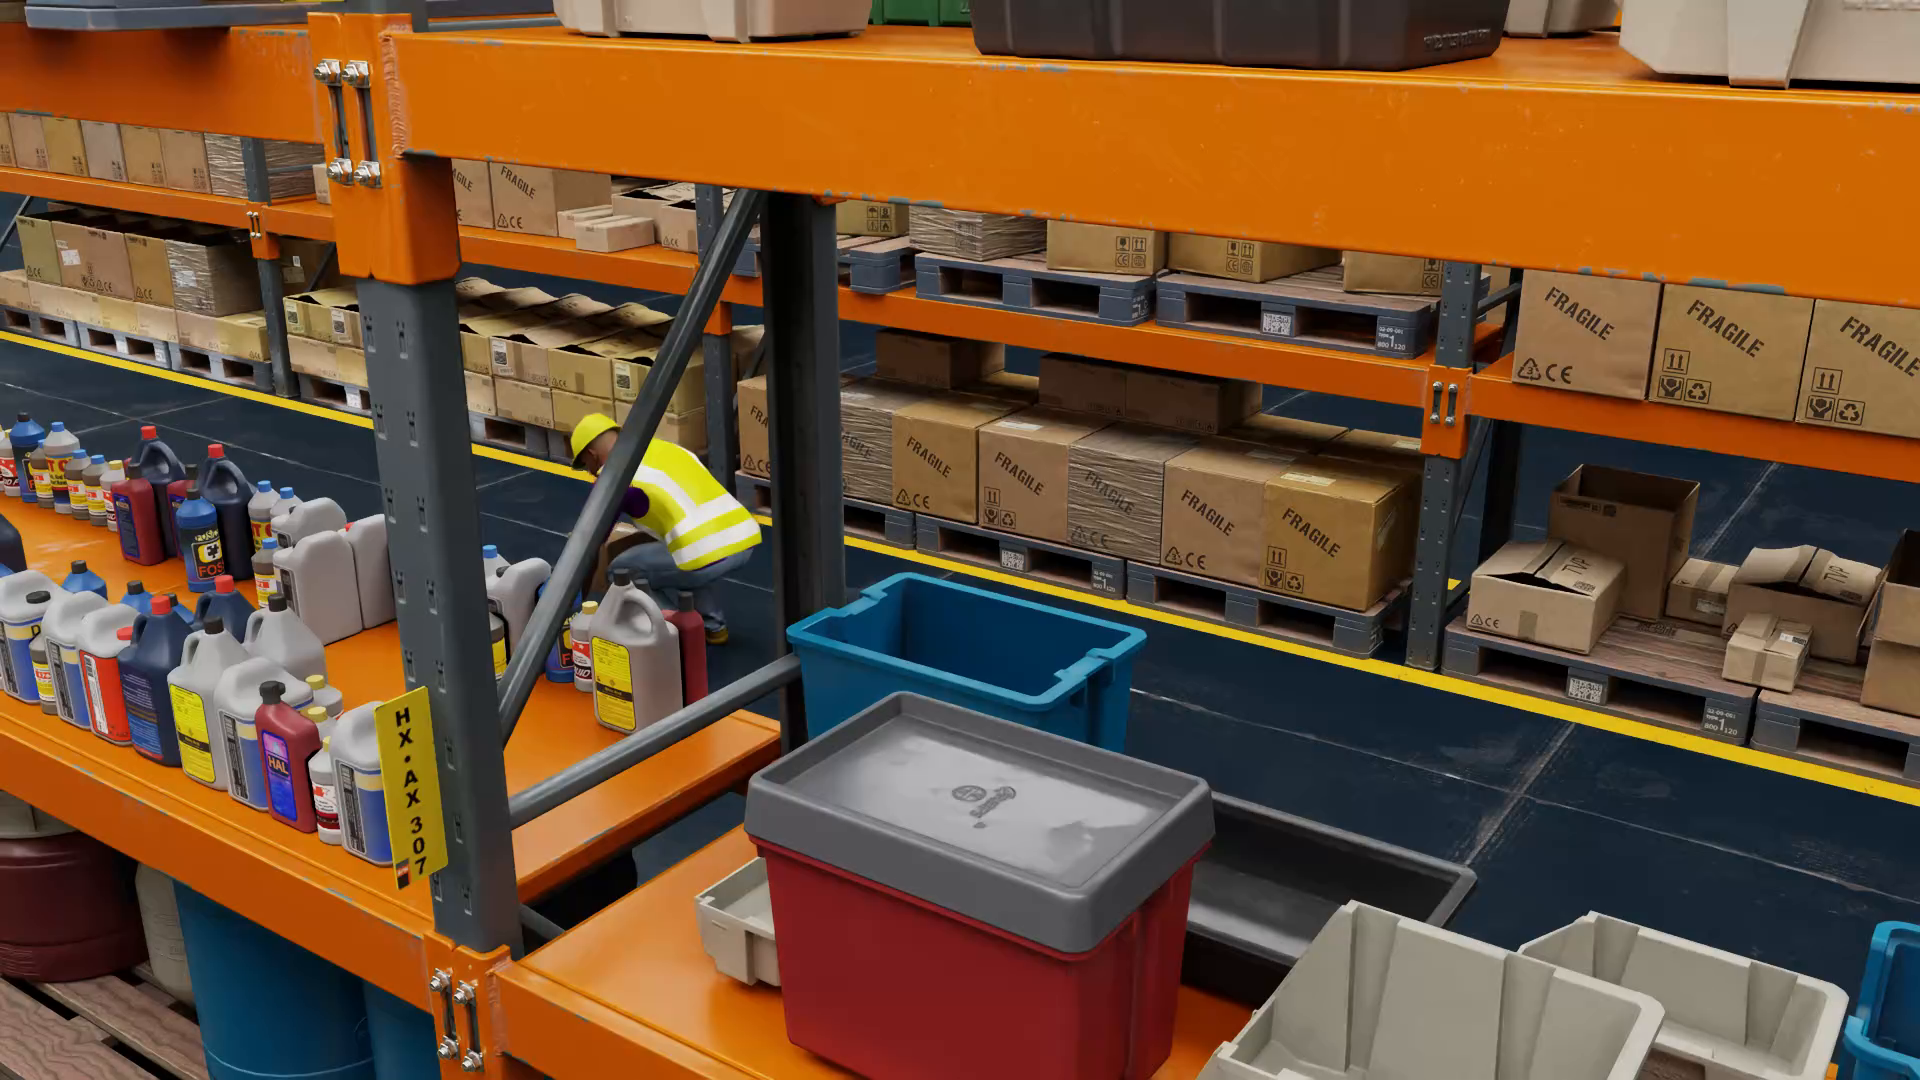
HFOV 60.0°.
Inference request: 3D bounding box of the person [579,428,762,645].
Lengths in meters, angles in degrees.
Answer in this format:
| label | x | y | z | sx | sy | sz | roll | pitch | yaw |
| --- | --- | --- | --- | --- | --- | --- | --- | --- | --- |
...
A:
| label | x | y | z | sx | sy | sz | roll | pitch | yaw |
| --- | --- | --- | --- | --- | --- | --- | --- | --- | --- |
| person | -1.312 | -0.001 | 7.208 | 0.891 | 0.985 | 0.583 | 13 | 23 | 32 |
